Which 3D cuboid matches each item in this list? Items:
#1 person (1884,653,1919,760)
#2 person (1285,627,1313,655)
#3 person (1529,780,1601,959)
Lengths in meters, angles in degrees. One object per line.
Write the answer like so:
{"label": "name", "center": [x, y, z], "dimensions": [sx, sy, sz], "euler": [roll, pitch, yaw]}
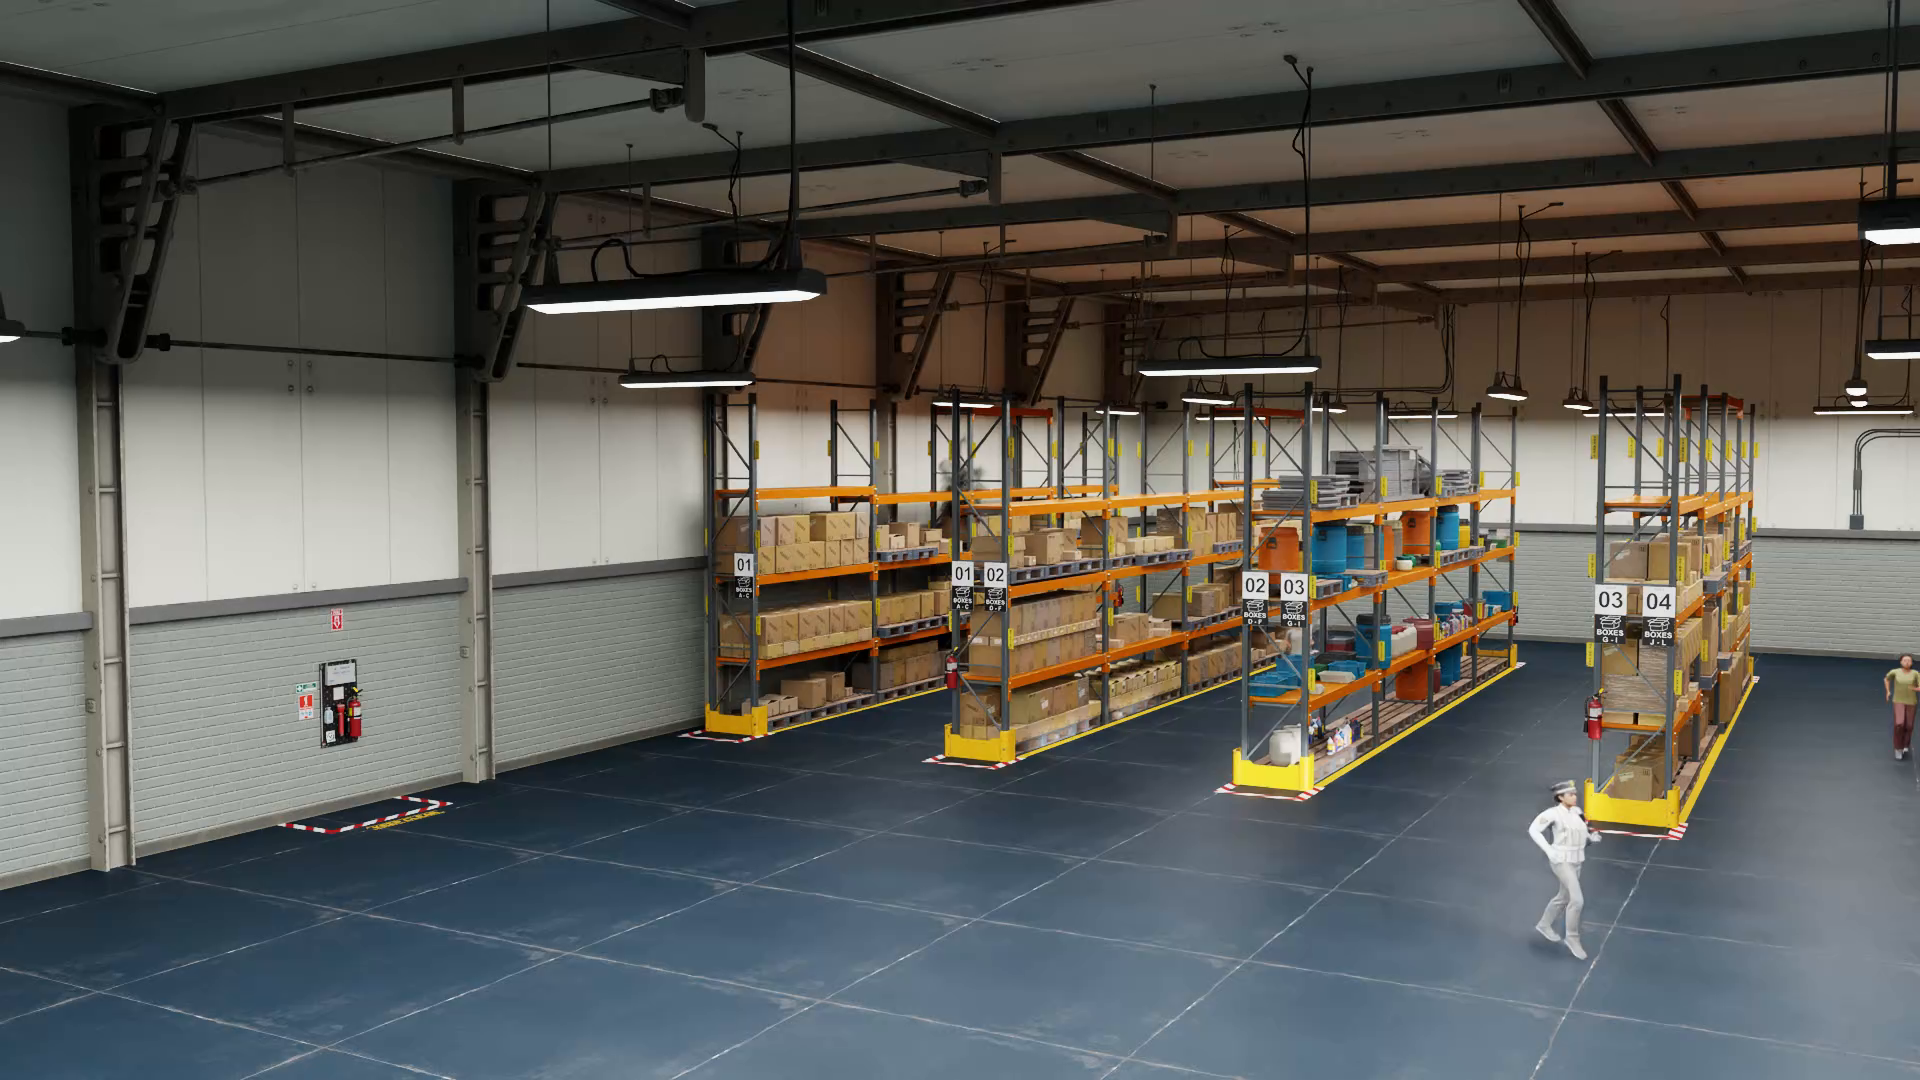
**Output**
{"label": "person", "center": [15.393, 2.703, 27.095], "dimensions": [0.543, 1.720, 0.723], "euler": [1, 3, 22]}
{"label": "person", "center": [6.846, 2.352, 33.716], "dimensions": [0.553, 1.628, 0.558], "euler": [1, 3, 19]}
{"label": "person", "center": [6.052, 3.257, 16.611], "dimensions": [0.593, 1.753, 0.709], "euler": [-2, 4, -36]}
